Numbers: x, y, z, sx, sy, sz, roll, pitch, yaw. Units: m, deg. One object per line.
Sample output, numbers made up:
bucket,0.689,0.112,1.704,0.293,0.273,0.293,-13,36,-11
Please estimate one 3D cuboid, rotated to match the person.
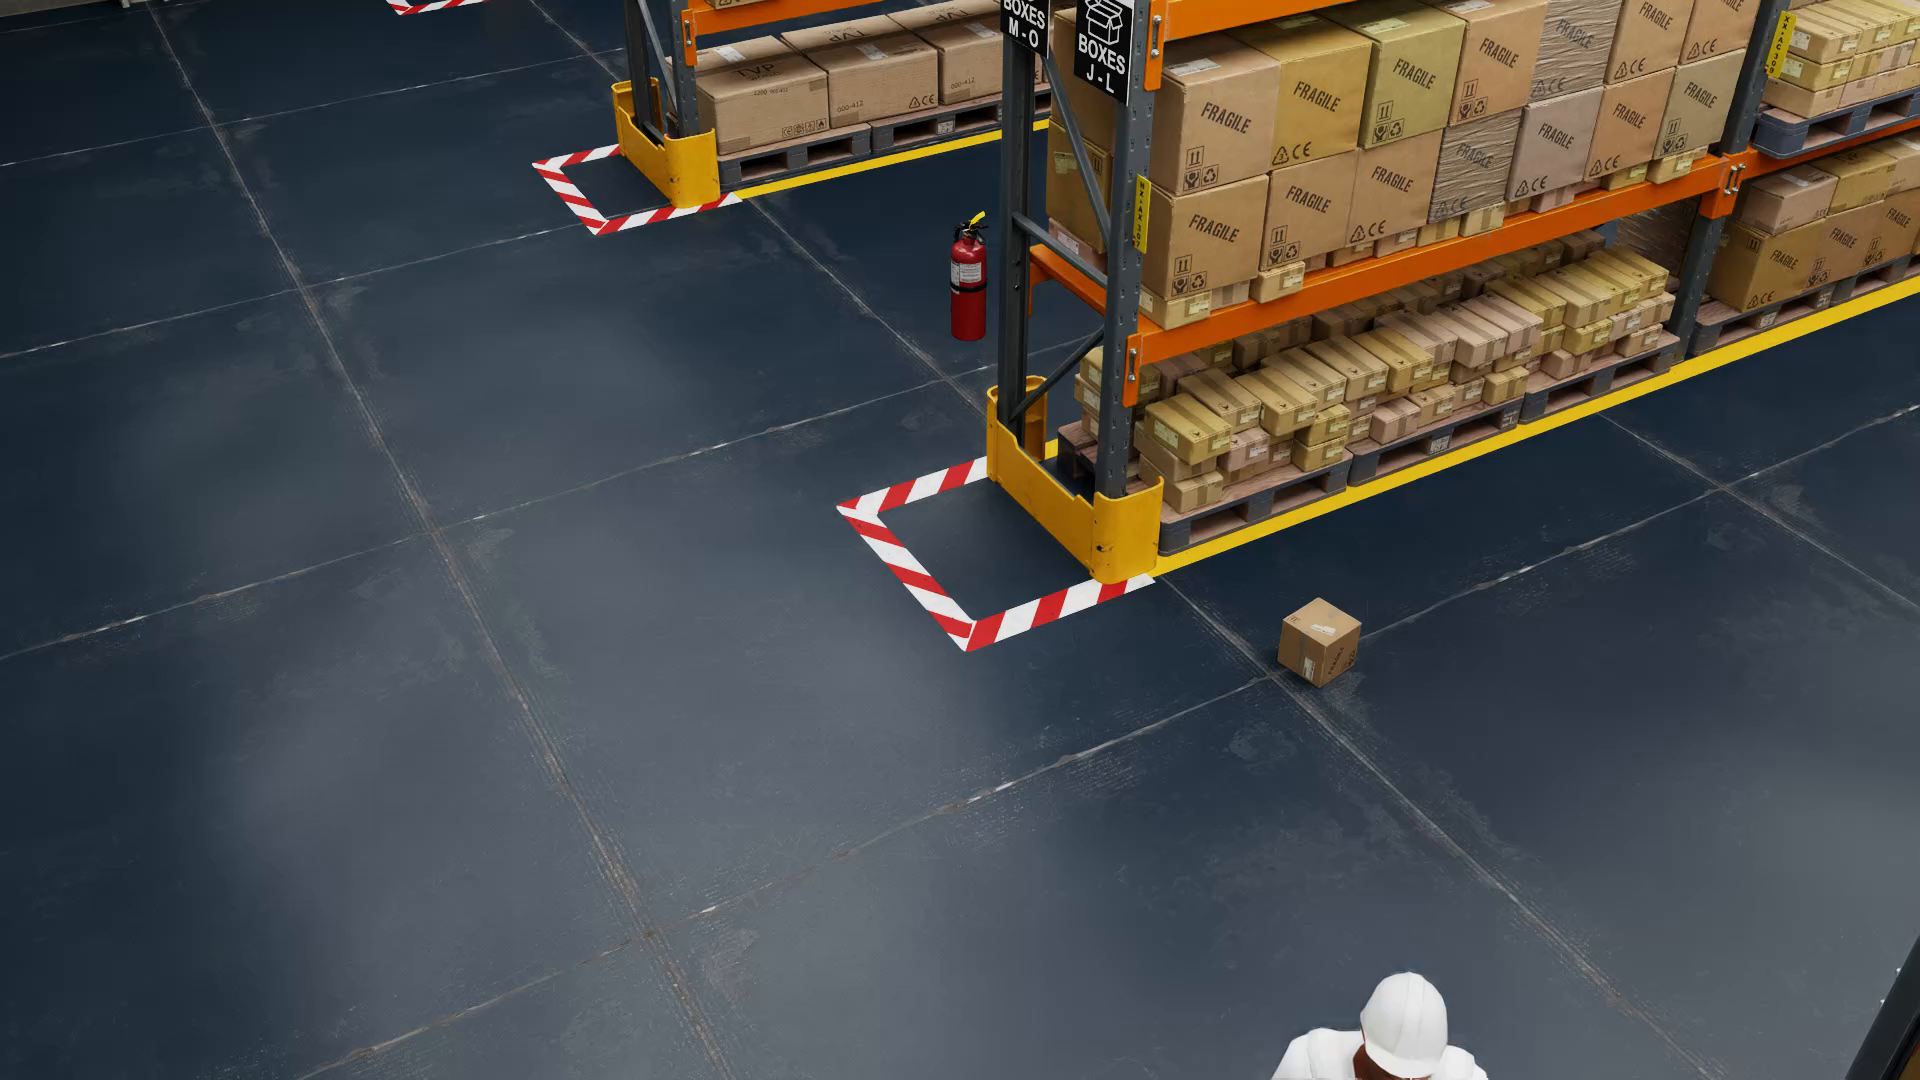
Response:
person,1.076,1.860,4.375,0.581,1.719,0.953,4,37,5
